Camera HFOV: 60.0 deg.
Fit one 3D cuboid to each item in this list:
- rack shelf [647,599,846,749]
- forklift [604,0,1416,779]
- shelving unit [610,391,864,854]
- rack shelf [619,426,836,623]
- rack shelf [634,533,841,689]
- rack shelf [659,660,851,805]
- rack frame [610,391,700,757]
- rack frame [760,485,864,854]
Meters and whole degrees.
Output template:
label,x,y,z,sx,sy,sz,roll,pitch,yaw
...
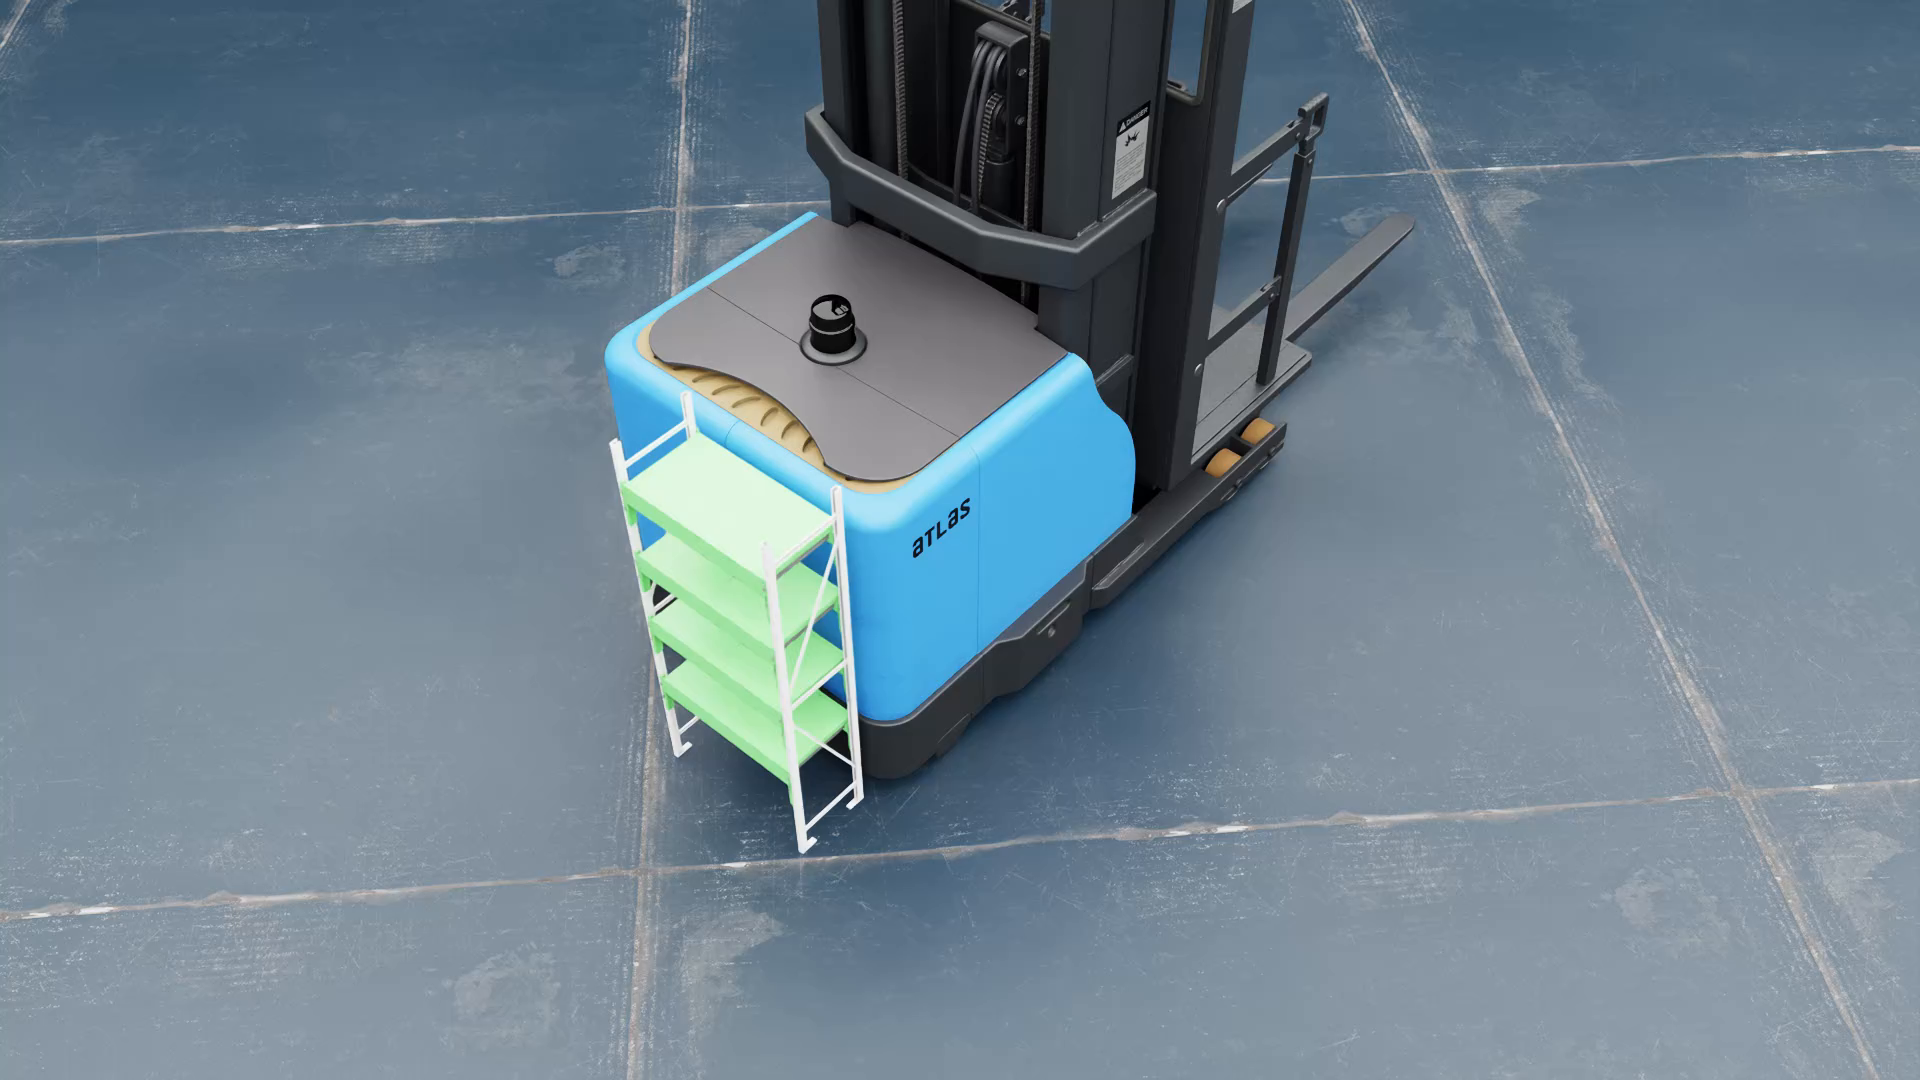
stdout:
label,x,y,z,sx,sy,sz,roll,pitch,yaw
rack shelf,-0.534,0.288,4.239,0.480,0.148,0.258,32,54,27
forklift,0.414,-1.353,4.513,1.130,2.935,3.031,32,54,27
shelving unit,-0.534,0.244,4.192,0.503,1.200,0.258,32,54,27
rack shelf,-0.533,-0.043,3.891,0.480,0.148,0.258,32,54,27
rack shelf,-0.534,0.123,4.065,0.480,0.148,0.258,32,54,27
rack shelf,-0.534,0.453,4.413,0.480,0.148,0.258,32,54,27
rack frame,-0.719,0.129,4.301,0.015,1.200,0.240,32,54,27
rack frame,-0.348,0.359,4.083,0.015,1.200,0.240,32,54,27
